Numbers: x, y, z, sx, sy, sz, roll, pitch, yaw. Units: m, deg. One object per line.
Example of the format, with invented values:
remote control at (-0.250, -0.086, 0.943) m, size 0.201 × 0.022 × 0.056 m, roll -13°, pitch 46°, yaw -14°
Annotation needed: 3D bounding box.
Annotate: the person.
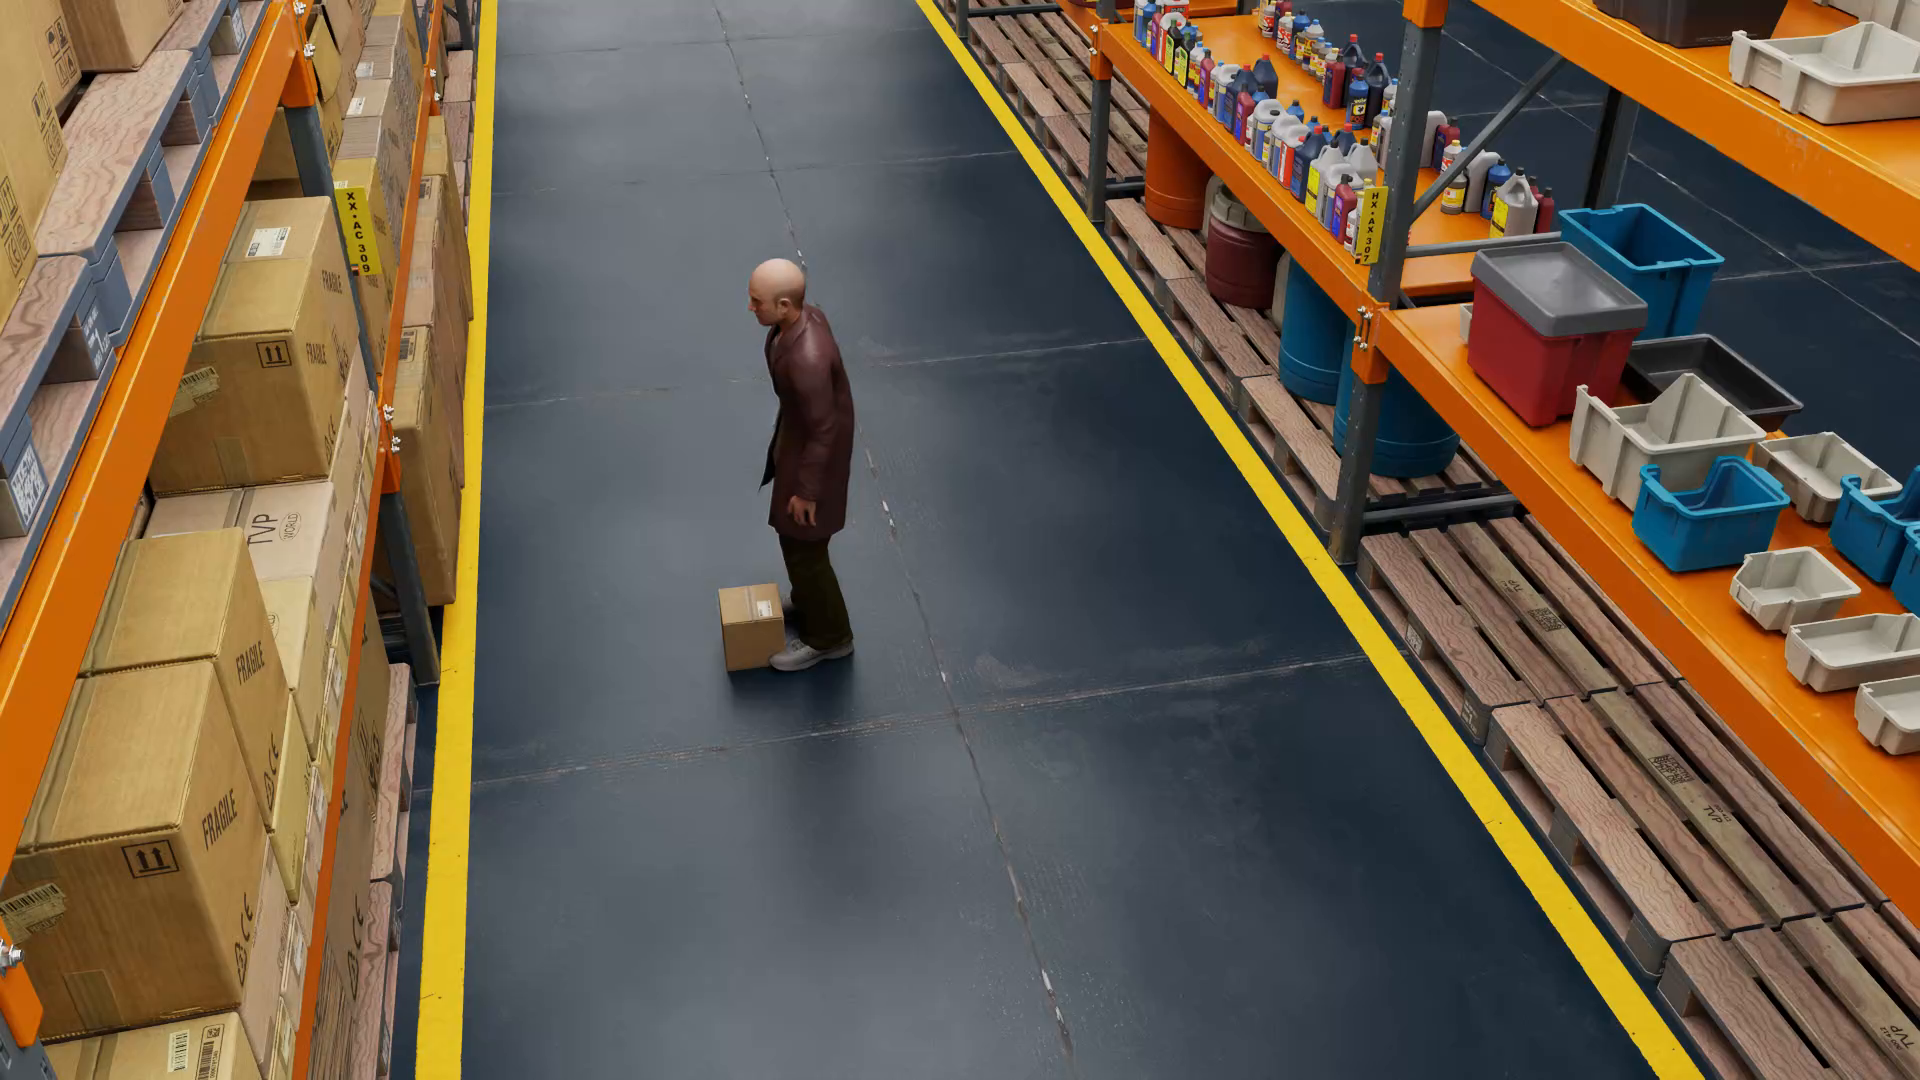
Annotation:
person at (-0.631, -0.307, 6.613) m, size 0.428 × 1.773 × 0.641 m, roll -7°, pitch 35°, yaw -11°
